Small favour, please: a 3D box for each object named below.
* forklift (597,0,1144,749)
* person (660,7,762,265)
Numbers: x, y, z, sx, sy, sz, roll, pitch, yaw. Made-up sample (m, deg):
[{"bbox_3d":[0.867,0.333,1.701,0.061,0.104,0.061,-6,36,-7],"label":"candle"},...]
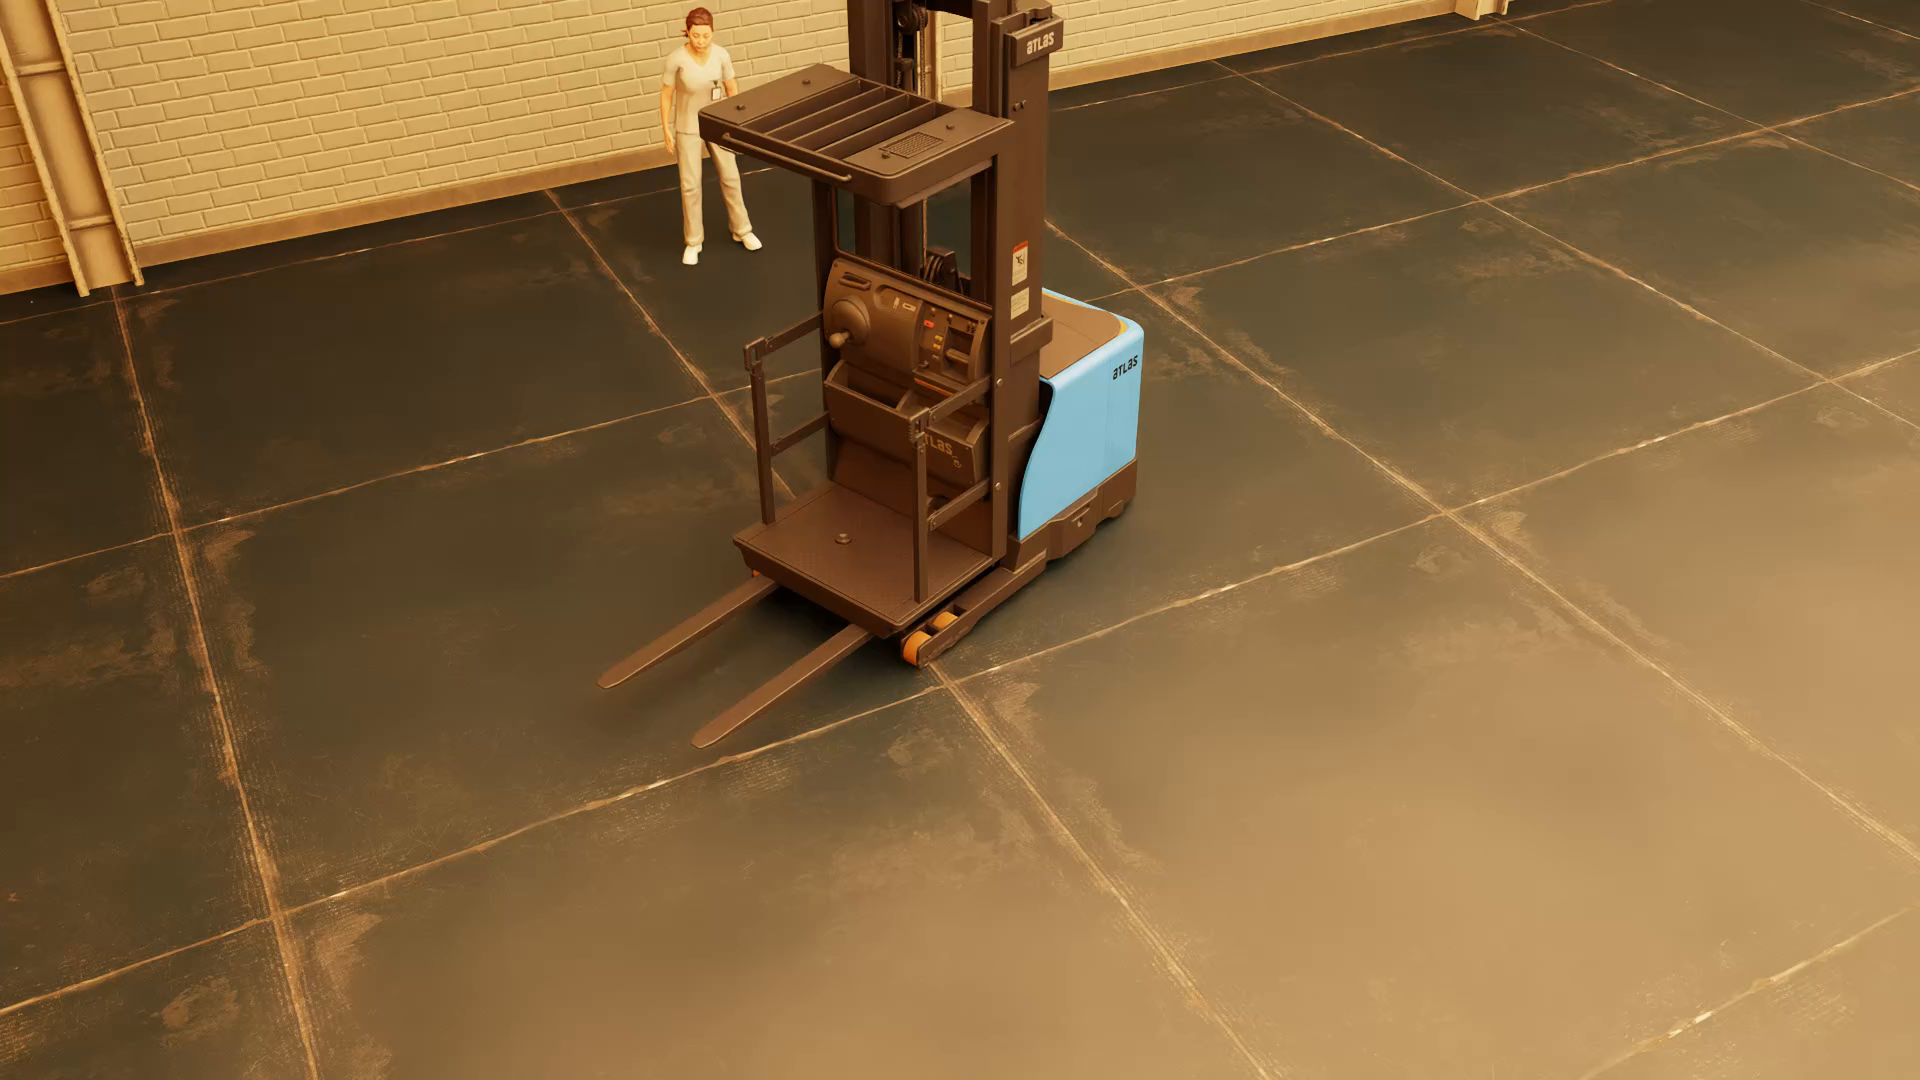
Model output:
[{"bbox_3d":[-0.390,-0.927,7.434,1.130,2.935,3.031,26,43,31],"label":"forklift"},{"bbox_3d":[-1.679,-2.699,11.033,0.571,1.680,0.399,-13,37,-18],"label":"person"}]
